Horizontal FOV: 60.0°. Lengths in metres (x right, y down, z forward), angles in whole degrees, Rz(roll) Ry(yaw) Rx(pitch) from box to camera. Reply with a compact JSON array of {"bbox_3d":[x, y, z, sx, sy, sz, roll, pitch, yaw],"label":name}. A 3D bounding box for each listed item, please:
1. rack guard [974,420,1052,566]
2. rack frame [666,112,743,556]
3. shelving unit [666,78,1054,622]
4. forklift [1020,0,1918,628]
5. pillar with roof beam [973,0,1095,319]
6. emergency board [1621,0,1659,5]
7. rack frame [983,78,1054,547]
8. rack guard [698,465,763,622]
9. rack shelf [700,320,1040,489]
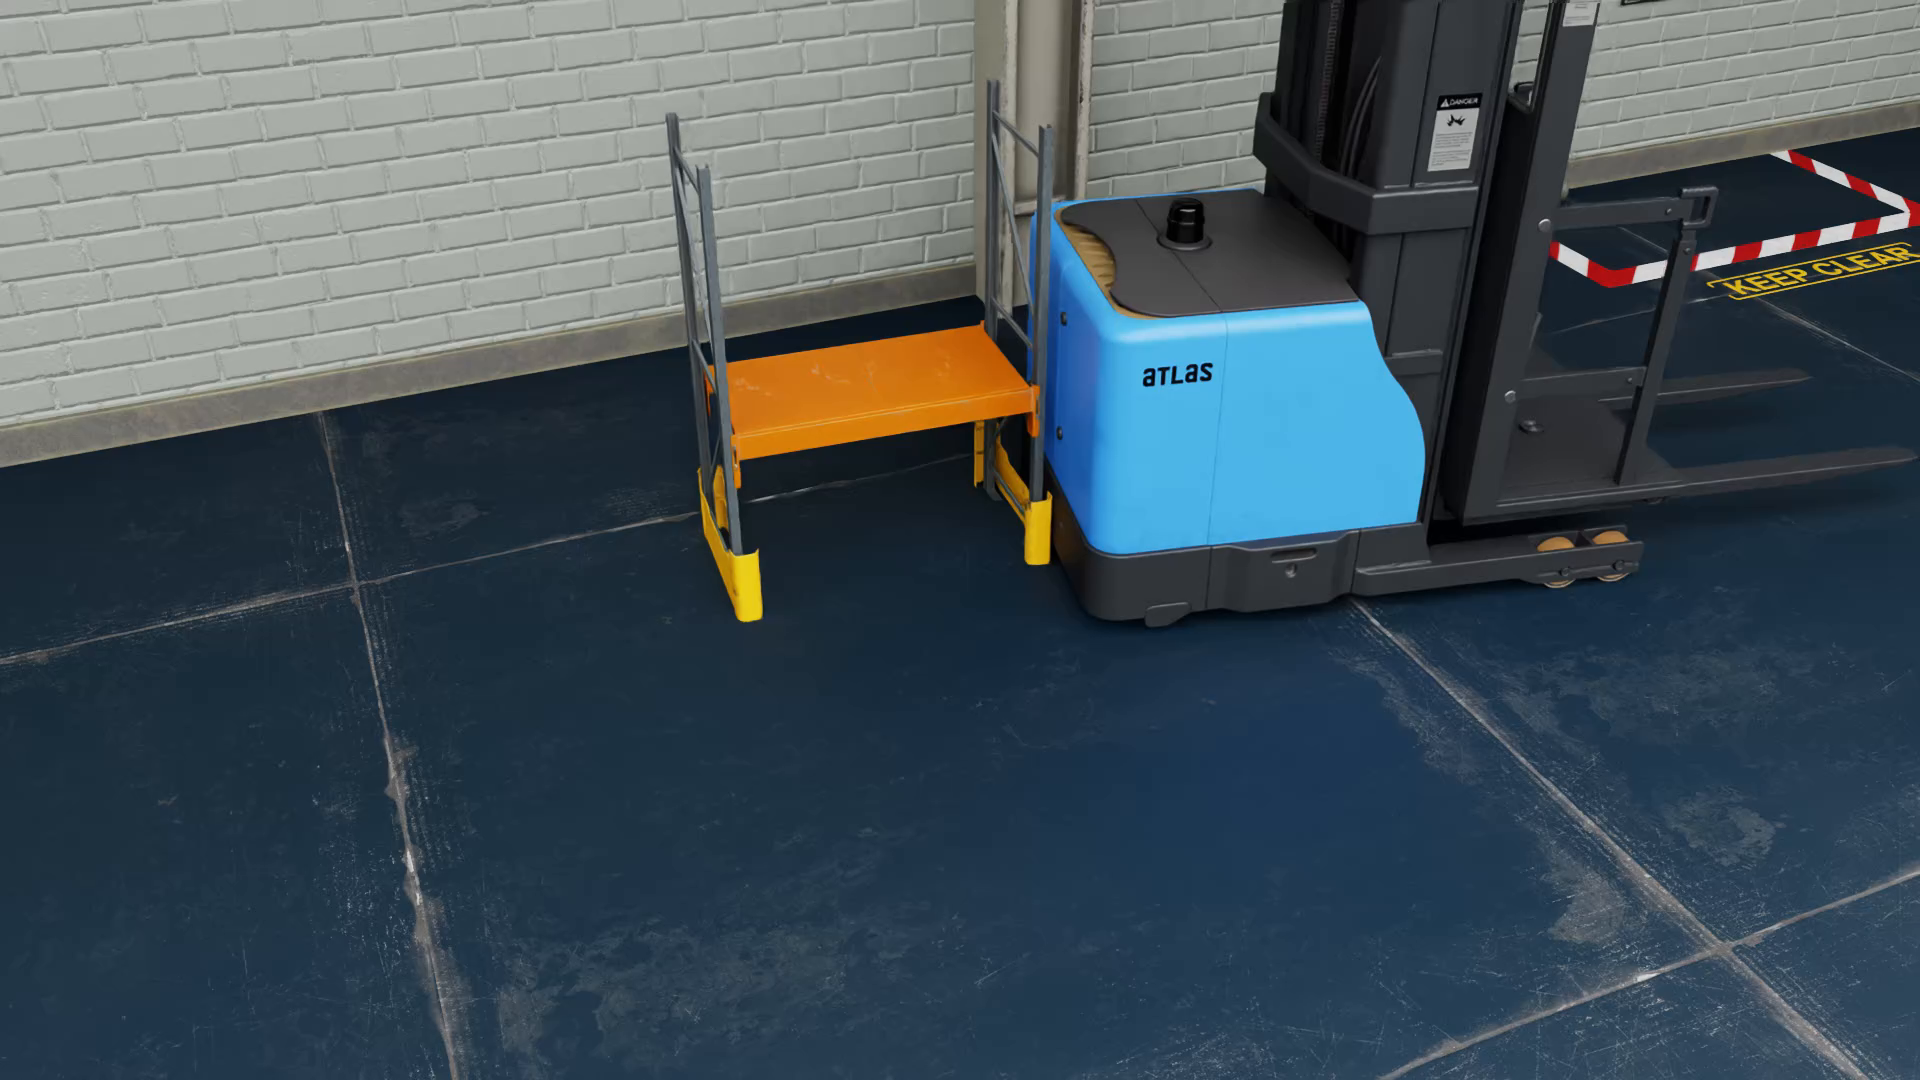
[{"bbox_3d":[0.178,-0.173,5.786,0.087,0.250,0.587,-11,35,-16],"label":"rack guard"},{"bbox_3d":[-0.782,-0.517,5.170,0.032,1.500,0.500,-11,35,-16],"label":"rack frame"},{"bbox_3d":[-0.293,-0.608,5.310,1.083,1.500,0.587,-11,35,-16],"label":"shelving unit"},{"bbox_3d":[1.788,-1.346,5.132,3.031,2.935,1.130,-6,34,-10],"label":"forklift"},{"bbox_3d":[1.967,-2.688,1.630,0.400,9.000,9.100,-13,35,-19],"label":"pillar with roof beam"},{"bbox_3d":[3.524,-3.110,7.779,0.626,1.169,0.157,-13,35,-19],"label":"emergency board"},{"bbox_3d":[0.179,-0.697,5.445,0.032,1.500,0.500,-11,35,-16],"label":"rack frame"},{"bbox_3d":[-0.764,0.003,5.516,0.087,0.250,0.587,-11,35,-16],"label":"rack guard"},{"bbox_3d":[-0.301,-0.456,5.406,1.000,0.185,0.538,-11,35,-16],"label":"rack shelf"}]
